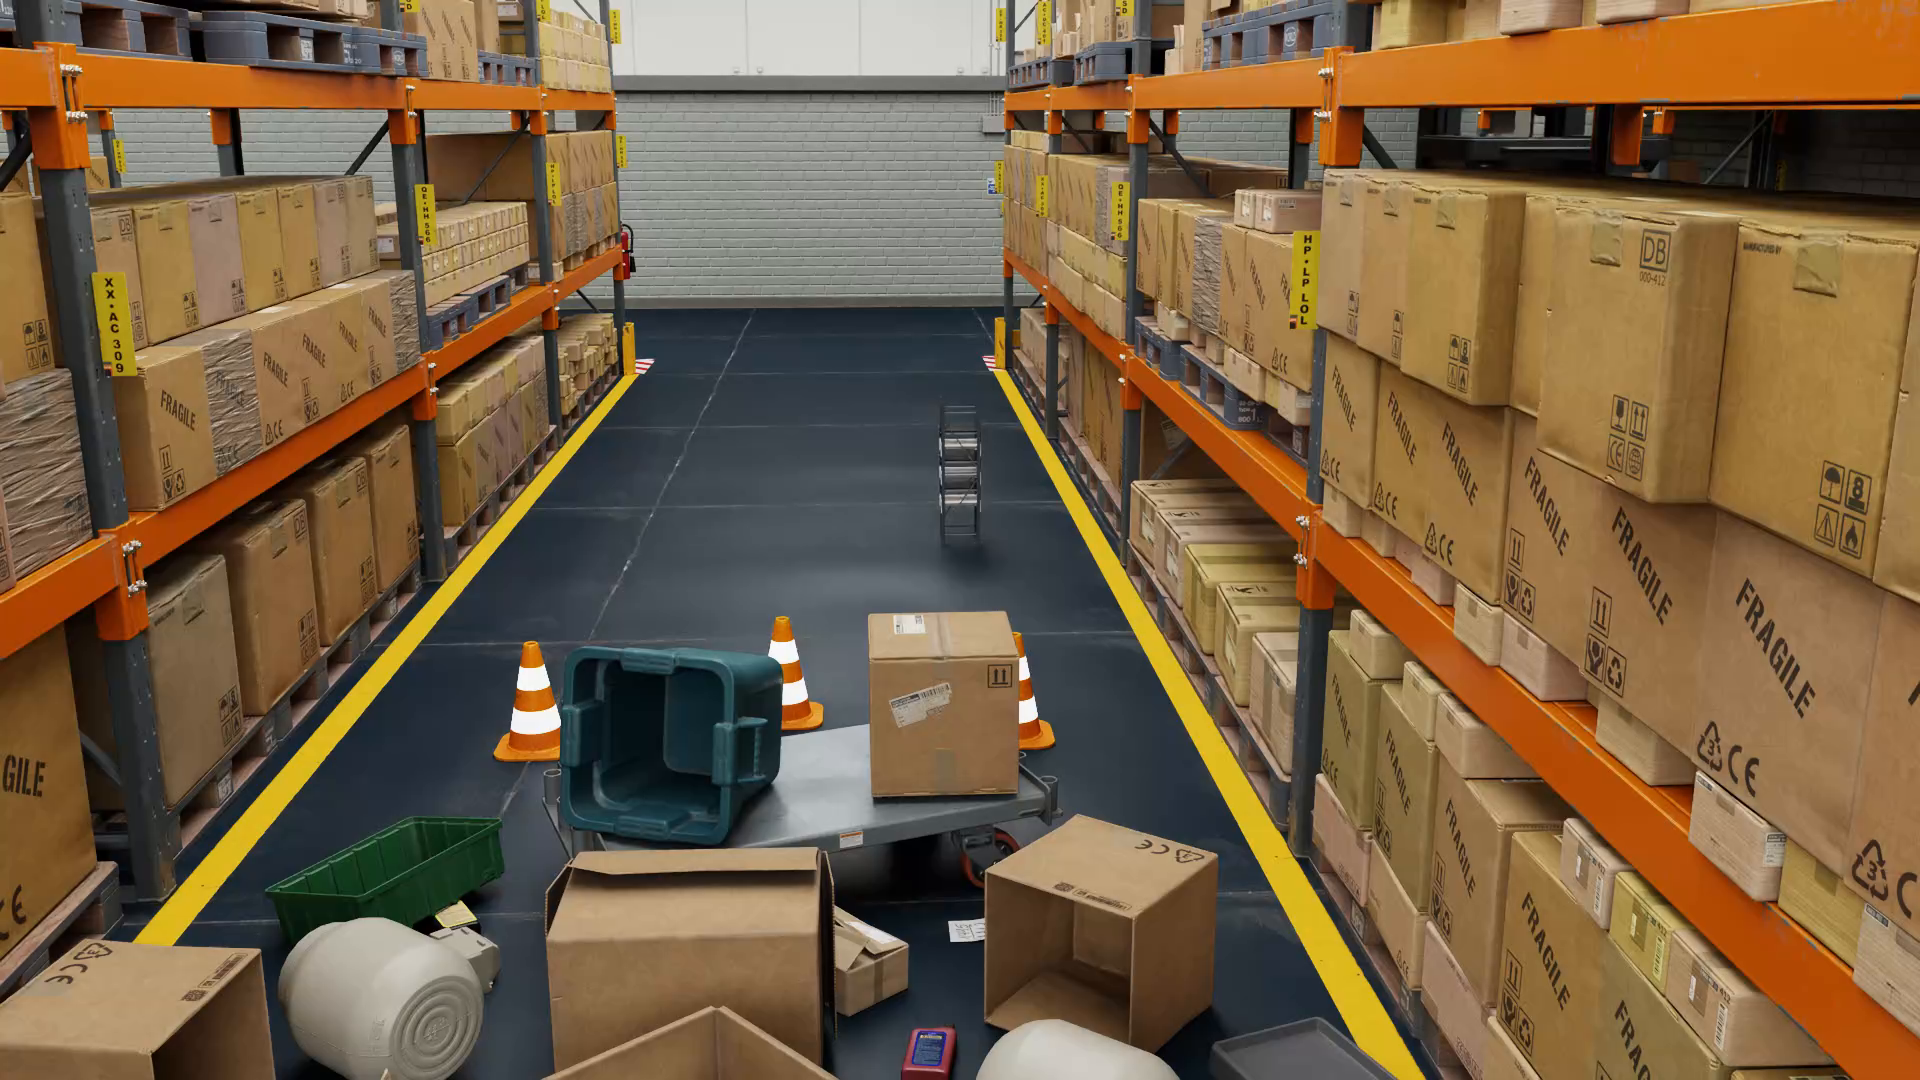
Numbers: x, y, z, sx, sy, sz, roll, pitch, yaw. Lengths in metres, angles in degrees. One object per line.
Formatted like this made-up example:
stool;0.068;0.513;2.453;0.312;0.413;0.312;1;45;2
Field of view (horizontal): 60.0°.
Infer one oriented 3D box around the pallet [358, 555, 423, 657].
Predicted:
pallet;-3.499;0.339;8.784;1.003;0.211;1.213;-1;14;-3

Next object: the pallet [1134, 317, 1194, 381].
pallet;1.612;-1.042;8.940;1.213;0.211;1.003;-1;14;-3

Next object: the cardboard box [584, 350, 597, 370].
cardboard box;-3.530;-1.648;15.194;0.380;0.149;0.250;-1;14;-3

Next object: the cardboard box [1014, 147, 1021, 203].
cardboard box;0.790;-3.452;15.717;0.500;0.500;0.500;-1;14;-4

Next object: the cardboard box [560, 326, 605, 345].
cardboard box;-3.557;-1.924;15.669;0.380;0.149;0.250;0;14;-1

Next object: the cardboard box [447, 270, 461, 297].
cardboard box;-3.351;-1.605;10.408;0.380;0.149;0.250;0;14;-1

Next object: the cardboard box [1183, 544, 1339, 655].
cardboard box;1.582;0.272;7.880;0.950;0.372;0.625;0;14;-2

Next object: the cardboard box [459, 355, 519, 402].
cardboard box;-3.357;-1.119;11.523;0.500;0.250;0.500;-2;15;-6

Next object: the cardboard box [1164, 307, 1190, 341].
cardboard box;1.247;-1.100;8.442;0.380;0.149;0.250;-1;14;-3

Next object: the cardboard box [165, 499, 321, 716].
cardboard box;-3.409;0.280;7.092;1.050;0.750;0.750;-1;14;-3

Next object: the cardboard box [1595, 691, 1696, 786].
cardboard box;1.571;0.395;3.477;0.380;0.149;0.250;-1;14;-4

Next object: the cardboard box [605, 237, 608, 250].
cardboard box;-3.688;-2.937;16.427;0.380;0.149;0.250;-1;14;-4

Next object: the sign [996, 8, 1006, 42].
sign;0.412;-5.207;16.811;0.100;0.325;0.005;-1;14;-3

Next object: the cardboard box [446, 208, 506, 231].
cardboard box;-3.453;-2.280;11.835;0.380;0.149;0.250;-1;14;-4

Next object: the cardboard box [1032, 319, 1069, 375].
cardboard box;1.172;-1.872;16.082;0.875;0.438;0.875;0;14;-2

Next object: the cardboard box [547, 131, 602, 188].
cardboard box;-3.619;-3.510;15.343;0.500;0.500;0.500;0;14;-1

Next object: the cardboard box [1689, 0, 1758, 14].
cardboard box;1.604;-1.055;3.090;0.380;0.149;0.250;-1;14;-5

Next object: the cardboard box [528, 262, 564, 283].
cardboard box;-3.412;-2.157;13.395;0.380;0.149;0.250;0;14;-1

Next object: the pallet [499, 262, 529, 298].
pallet;-3.818;-1.918;12.346;1.003;0.211;1.213;-1;14;-3

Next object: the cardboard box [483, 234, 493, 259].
cardboard box;-3.414;-2.005;11.365;0.380;0.149;0.250;-1;14;-3

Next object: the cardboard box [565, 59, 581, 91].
cardboard box;-3.539;-3.957;14.166;0.500;0.250;0.500;0;14;-1

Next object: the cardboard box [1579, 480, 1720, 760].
cardboard box;1.595;0.107;3.292;0.500;0.500;0.500;-1;14;-4

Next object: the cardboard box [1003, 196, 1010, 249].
cardboard box;0.709;-3.224;16.837;0.500;0.500;0.500;-1;14;-4

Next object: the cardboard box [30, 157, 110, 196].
cardboard box;-8.633;-3.464;16.169;0.500;0.500;0.500;-1;14;-3

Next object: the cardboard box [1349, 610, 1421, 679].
cardboard box;1.424;0.319;5.137;0.380;0.149;0.250;-1;14;-3

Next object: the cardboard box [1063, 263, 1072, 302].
cardboard box;1.027;-1.862;12.046;0.500;0.250;0.500;-1;14;-4

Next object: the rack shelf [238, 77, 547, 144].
rack shelf;-3.597;-2.810;10.852;1.077;0.370;4.000;-1;14;-3

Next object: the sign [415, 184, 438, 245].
sign;-2.919;-1.779;9.096;0.100;0.325;0.005;-1;14;-3

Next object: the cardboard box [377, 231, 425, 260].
cardboard box;-3.308;-1.697;9.571;0.380;0.149;0.250;-1;14;-3

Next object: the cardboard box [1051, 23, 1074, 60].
cardboard box;0.895;-3.766;12.550;0.396;0.266;0.258;-1;14;-4

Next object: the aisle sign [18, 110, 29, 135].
aisle sign;-9.229;-4.419;16.464;0.394;0.787;0.004;-1;14;-3

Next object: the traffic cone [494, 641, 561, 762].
traffic cone;-1.801;0.658;7.040;0.336;0.463;0.334;-1;14;-3

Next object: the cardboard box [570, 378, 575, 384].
cardboard box;-3.623;-1.377;14.739;0.380;0.149;0.250;-2;15;-6

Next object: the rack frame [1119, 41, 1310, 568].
rack frame;1.461;-1.310;9.598;1.000;3.000;0.127;-1;14;-3

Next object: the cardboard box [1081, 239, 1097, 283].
cardboard box;1.090;-1.850;10.996;0.500;0.250;0.500;-1;14;-5

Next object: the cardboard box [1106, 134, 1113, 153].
cardboard box;1.421;-3.298;13.814;0.380;0.149;0.250;-1;14;-3

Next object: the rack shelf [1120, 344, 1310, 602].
rack shelf;1.585;-0.464;7.755;1.077;0.370;4.000;-1;14;-3

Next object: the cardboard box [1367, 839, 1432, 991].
cardboard box;1.521;1.097;4.920;0.500;0.250;0.500;0;14;0

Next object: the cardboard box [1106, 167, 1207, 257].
cardboard box;1.168;-1.967;9.945;0.500;0.500;0.500;-1;14;-5

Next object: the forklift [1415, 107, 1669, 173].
forklift;3.098;-1.177;9.218;1.130;2.935;3.031;-1;14;-3

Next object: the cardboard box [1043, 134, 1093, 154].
cardboard box;0.877;-3.223;13.525;0.380;0.149;0.250;-1;14;-5

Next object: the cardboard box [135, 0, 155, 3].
cardboard box;-3.553;-2.308;6.591;0.500;0.311;0.500;-1;14;-5

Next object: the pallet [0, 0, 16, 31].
pallet;-3.185;-1.420;4.183;1.003;0.211;1.213;-1;14;-3

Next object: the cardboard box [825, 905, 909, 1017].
cardboard box;-0.382;1.245;5.156;0.258;0.266;0.396;-13;20;-42

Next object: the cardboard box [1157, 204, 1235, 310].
cardboard box;1.298;-1.461;8.544;0.500;0.500;0.500;0;14;-1

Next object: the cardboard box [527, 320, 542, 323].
cardboard box;-4.250;-2.042;16.128;0.380;0.149;0.250;-1;14;-4

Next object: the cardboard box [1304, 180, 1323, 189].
cardboard box;1.844;-1.617;7.851;0.380;0.149;0.250;-2;15;-6

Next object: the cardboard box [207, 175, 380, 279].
cardboard box;-3.455;-1.629;8.632;0.700;0.500;0.500;-1;14;-4

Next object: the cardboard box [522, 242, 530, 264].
cardboard box;-3.498;-2.189;12.677;0.380;0.149;0.250;-1;14;-5

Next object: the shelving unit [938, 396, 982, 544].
shelving unit;0.000;-0.438;10.422;0.258;0.900;0.210;-1;14;-3

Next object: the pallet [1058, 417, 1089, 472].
pallet;1.337;-0.764;13.071;1.003;0.211;1.213;-1;14;-3

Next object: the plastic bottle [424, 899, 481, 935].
plastic bottle;-1.702;1.255;5.527;0.133;0.061;0.283;-9;17;-32

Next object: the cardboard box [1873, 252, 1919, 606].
cardboard box;1.708;-0.121;2.172;0.700;0.500;0.500;-1;14;-5

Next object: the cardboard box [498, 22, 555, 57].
cardboard box;-3.511;-3.949;13.132;0.500;0.250;0.500;0;14;-2

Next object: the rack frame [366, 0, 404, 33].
rack frame;-3.473;-4.114;8.456;1.000;3.000;0.127;-1;14;-3
